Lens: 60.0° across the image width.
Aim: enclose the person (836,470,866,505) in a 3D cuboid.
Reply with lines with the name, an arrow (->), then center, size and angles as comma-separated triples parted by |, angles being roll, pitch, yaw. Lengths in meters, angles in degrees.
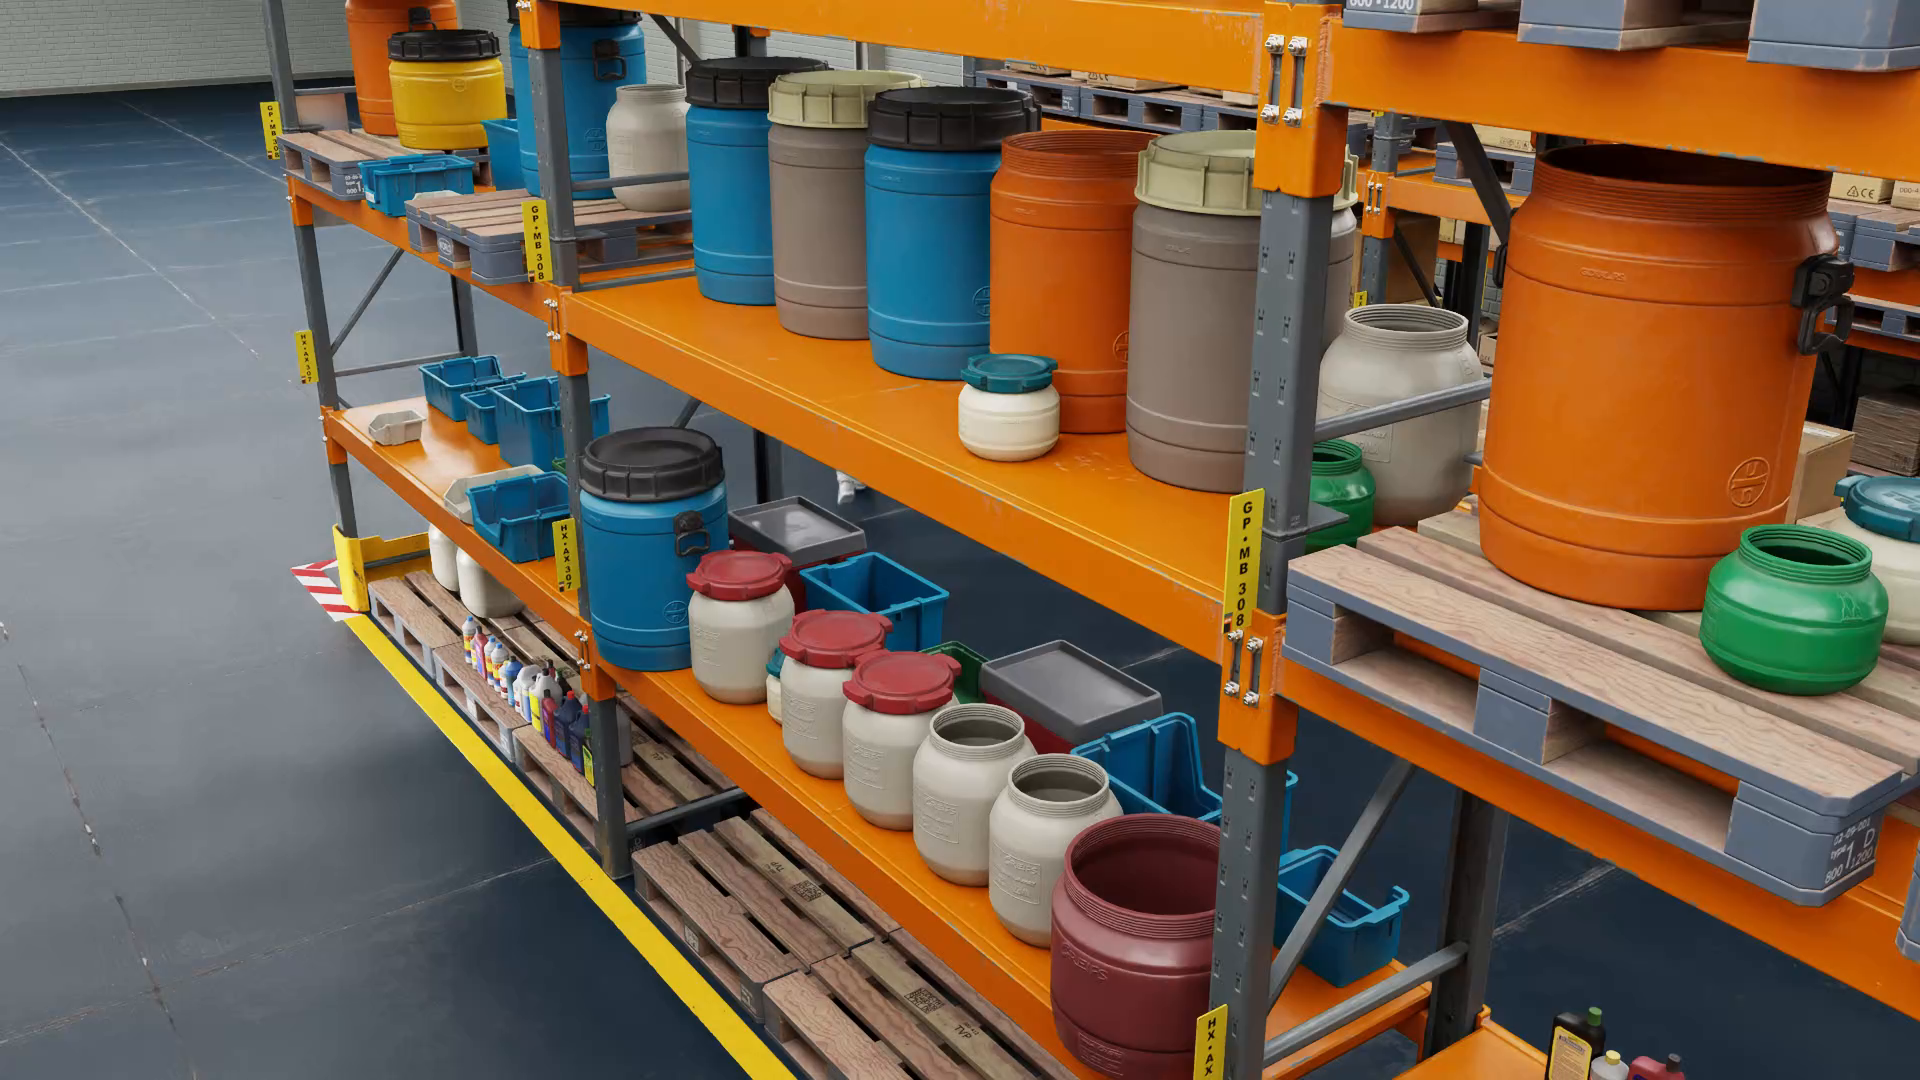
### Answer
person -> -0.805, -1.082, 12.260 | 0.485, 1.643, 0.906 | -4, 22, -10
